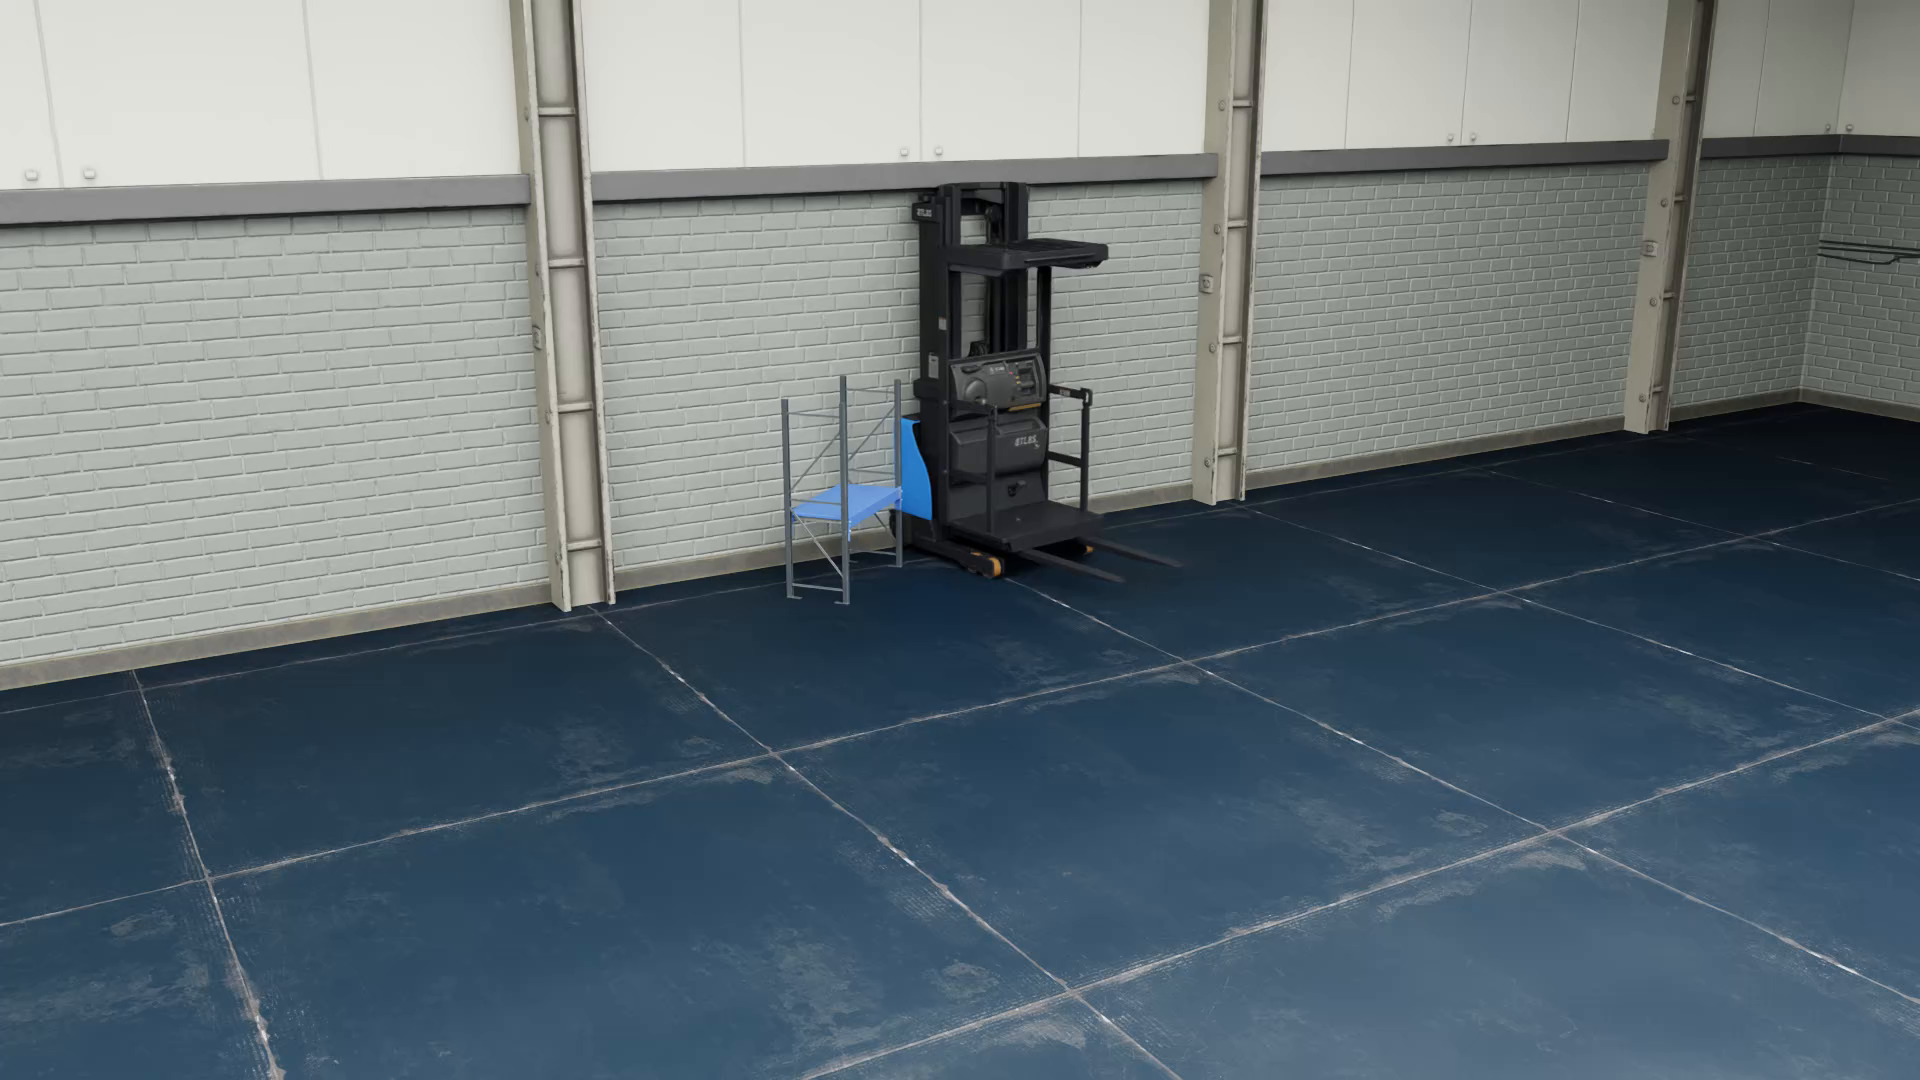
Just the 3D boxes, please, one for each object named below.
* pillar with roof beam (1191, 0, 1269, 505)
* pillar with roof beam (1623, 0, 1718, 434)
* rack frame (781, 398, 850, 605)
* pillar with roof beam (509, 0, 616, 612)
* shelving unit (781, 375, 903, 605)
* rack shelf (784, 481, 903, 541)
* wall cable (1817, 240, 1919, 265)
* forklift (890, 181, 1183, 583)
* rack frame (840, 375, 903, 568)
[{"bbox_3d":[4.580,-3.713,10.485,0.400,9.000,9.100,-9,18,-30],"label":"pillar with roof beam"},{"bbox_3d":[9.723,-4.548,13.461,0.400,9.000,9.100,-9,18,-30],"label":"pillar with roof beam"},{"bbox_3d":[-1.049,-0.273,12.103,0.500,1.500,0.032,6,17,20],"label":"rack frame"},{"bbox_3d":[-0.563,-2.879,7.510,0.400,9.000,9.100,-9,18,-30],"label":"pillar with roof beam"},{"bbox_3d":[-0.871,-0.401,12.562,0.538,1.500,1.048,6,17,20],"label":"shelving unit"},{"bbox_3d":[-0.871,-0.228,12.610,0.538,0.185,1.000,6,17,20],"label":"rack shelf"},{"bbox_3d":[10.712,-4.152,17.802,0.112,2.526,3.097,-9,18,-30],"label":"wall cable"},{"bbox_3d":[0.446,-1.264,12.990,1.130,2.935,3.031,-13,20,-38],"label":"forklift"},{"bbox_3d":[-0.693,-0.530,13.020,0.500,1.500,0.032,6,17,20],"label":"rack frame"}]
